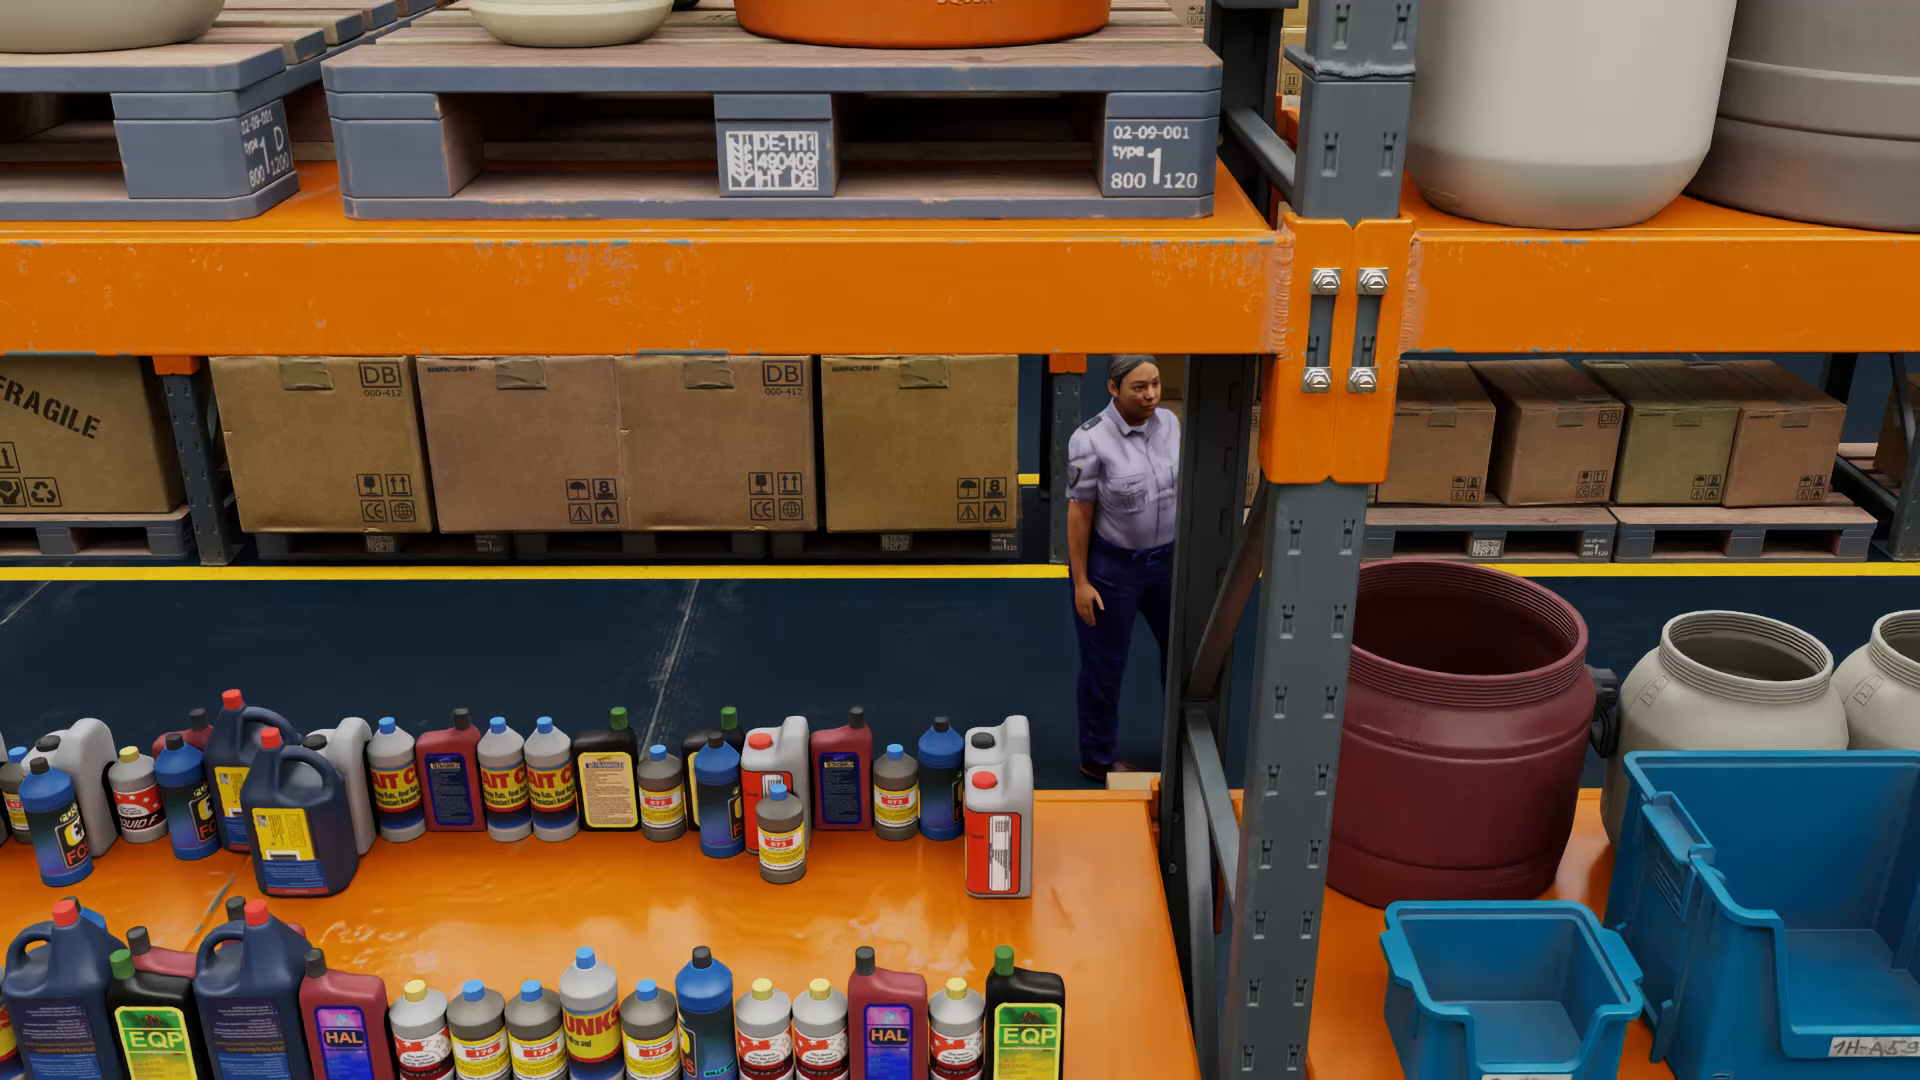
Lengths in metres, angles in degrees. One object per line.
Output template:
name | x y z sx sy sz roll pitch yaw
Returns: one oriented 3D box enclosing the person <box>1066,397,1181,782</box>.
person | 0.662 0.214 5.854 0.553 1.455 0.477 -12 27 -26
